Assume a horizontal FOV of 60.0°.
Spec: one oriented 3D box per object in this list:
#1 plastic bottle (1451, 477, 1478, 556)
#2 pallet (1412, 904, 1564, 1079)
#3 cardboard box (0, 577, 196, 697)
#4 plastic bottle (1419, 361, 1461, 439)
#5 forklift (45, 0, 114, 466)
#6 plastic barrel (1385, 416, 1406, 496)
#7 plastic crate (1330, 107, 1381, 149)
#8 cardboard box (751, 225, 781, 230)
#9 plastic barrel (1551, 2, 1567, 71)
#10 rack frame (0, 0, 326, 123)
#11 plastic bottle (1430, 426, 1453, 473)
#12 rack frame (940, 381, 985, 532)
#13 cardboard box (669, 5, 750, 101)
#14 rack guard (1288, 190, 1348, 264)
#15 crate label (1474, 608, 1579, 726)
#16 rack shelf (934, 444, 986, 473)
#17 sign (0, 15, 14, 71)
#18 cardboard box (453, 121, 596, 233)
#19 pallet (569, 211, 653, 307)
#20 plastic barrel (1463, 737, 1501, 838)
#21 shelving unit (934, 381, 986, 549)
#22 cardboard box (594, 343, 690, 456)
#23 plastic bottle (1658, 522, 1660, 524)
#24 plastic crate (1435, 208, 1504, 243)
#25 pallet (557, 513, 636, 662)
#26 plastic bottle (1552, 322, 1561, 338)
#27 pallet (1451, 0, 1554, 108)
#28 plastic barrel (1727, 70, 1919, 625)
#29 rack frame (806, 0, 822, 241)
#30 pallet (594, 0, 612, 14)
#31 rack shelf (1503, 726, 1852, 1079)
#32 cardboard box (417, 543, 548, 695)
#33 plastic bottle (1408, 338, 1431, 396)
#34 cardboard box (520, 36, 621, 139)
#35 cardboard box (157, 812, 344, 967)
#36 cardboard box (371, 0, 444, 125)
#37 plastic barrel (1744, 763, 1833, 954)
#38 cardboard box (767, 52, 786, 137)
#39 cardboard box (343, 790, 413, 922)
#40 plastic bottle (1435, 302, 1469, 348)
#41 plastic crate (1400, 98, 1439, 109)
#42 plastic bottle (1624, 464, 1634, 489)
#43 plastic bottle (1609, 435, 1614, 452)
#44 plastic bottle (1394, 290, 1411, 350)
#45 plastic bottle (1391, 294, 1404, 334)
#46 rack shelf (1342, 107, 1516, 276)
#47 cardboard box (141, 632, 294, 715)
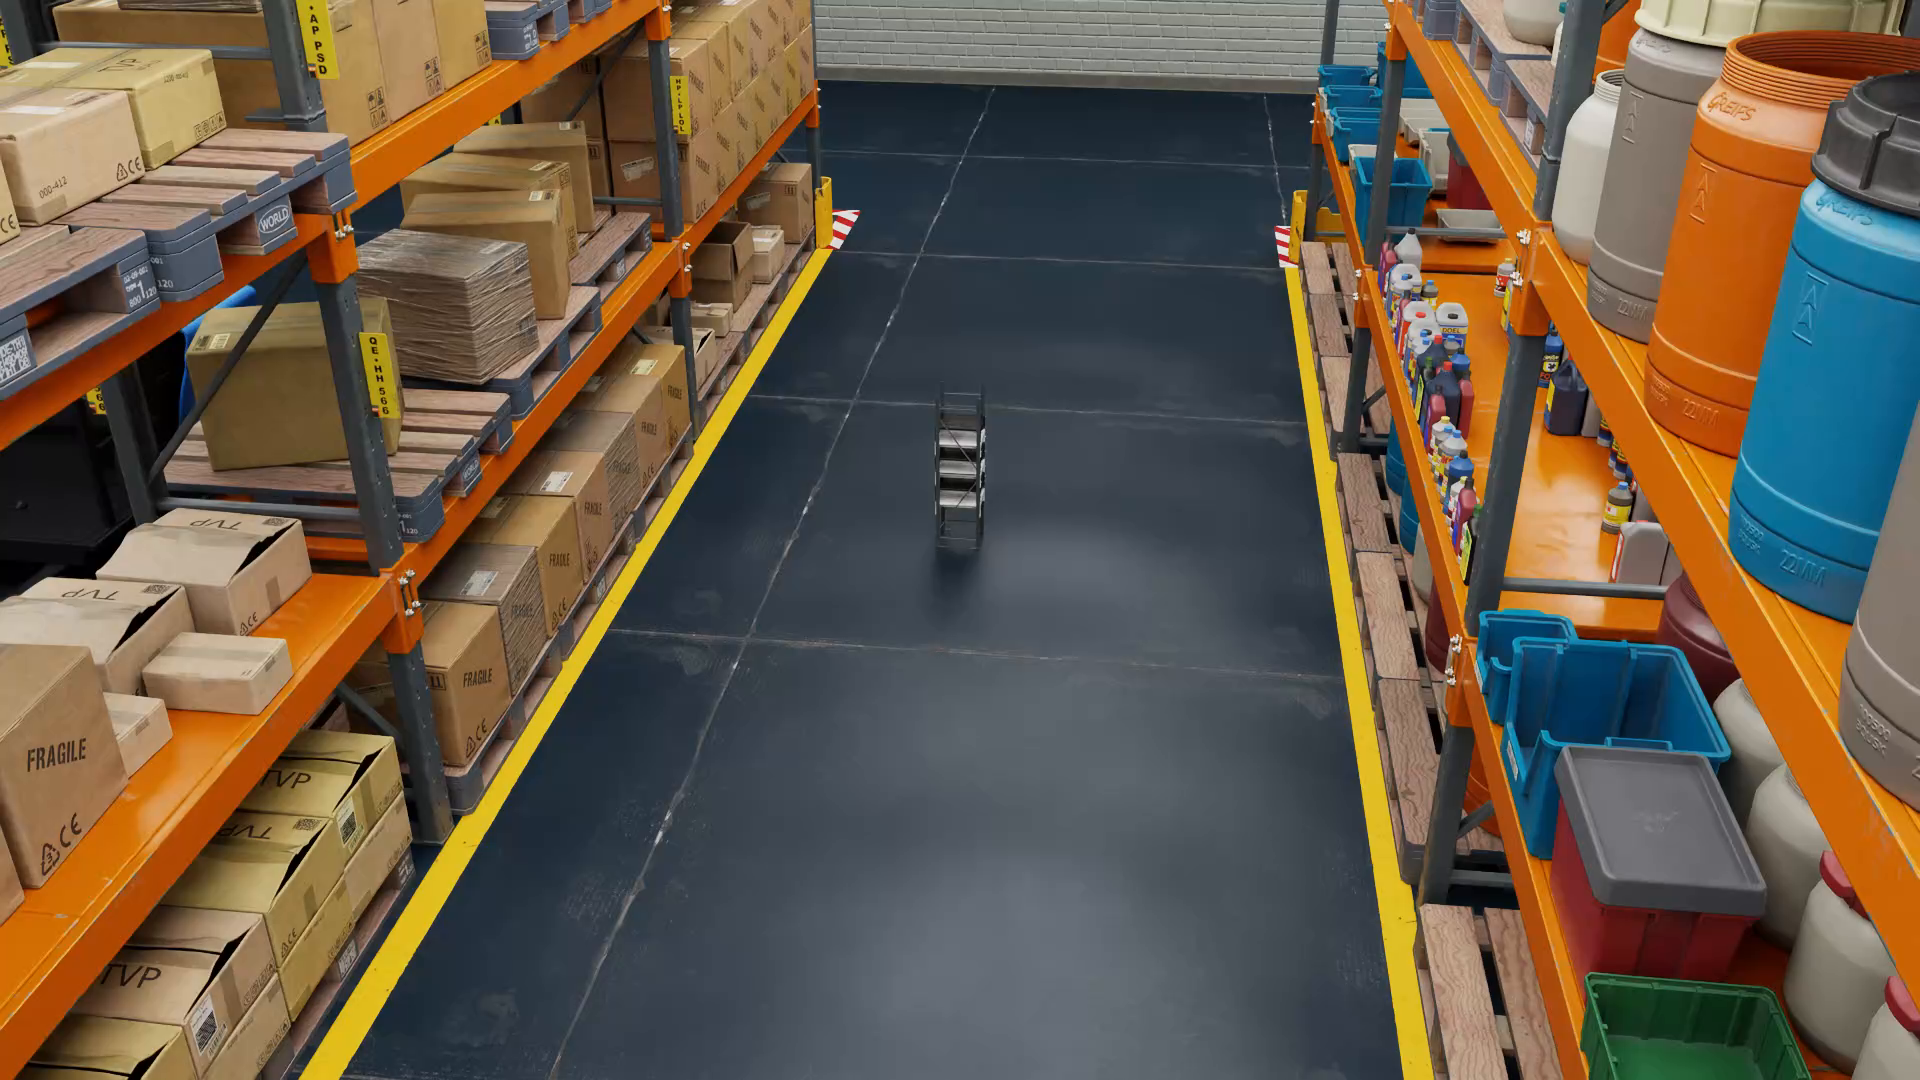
[{"bbox_3d":[1.941,-0.090,6.378,0.061,0.283,0.133,3,28,6],"label":"plastic bottle"},{"bbox_3d":[2.153,1.772,5.738,1.003,0.211,1.213,3,28,6],"label":"pallet"},{"bbox_3d":[-2.931,0.341,5.548,0.500,0.311,0.500,3,28,6],"label":"cardboard box"},{"bbox_3d":[2.114,-0.622,7.294,0.144,0.351,0.185,3,28,6],"label":"plastic bottle"},{"bbox_3d":[-6.047,-0.873,7.780,3.258,2.935,4.769,4,29,7],"label":"forklift"},{"bbox_3d":[2.693,-0.707,9.169,0.600,0.901,0.708,3,28,6],"label":"plastic barrel"},{"bbox_3d":[2.748,-2.820,11.434,0.416,0.233,0.300,3,28,6],"label":"plastic crate"},{"bbox_3d":[-1.610,-2.364,12.999,0.380,0.166,0.250,3,28,6],"label":"cardboard box"},{"bbox_3d":[2.272,-1.776,5.924,0.301,0.262,0.301,0,28,0],"label":"plastic barrel"},{"bbox_3d":[-2.629,-2.749,4.864,1.000,3.000,0.127,3,28,6],"label":"rack frame"},{"bbox_3d":[2.045,-0.383,7.007,0.097,0.201,0.097,0,28,0],"label":"plastic bottle"},{"bbox_3d":[0.013,-0.448,9.132,0.240,0.900,0.006,3,28,6],"label":"rack frame"},{"bbox_3d":[-1.676,-3.165,10.802,0.500,0.500,0.500,3,28,5],"label":"cardboard box"},{"bbox_3d":[3.257,-2.495,13.355,1.175,0.500,0.348,3,28,6],"label":"rack guard"},{"bbox_3d":[1.863,0.432,5.462,0.303,0.233,0.416,3,28,6],"label":"crate label"},{"bbox_3d":[0.001,-0.450,9.017,0.258,0.077,0.200,3,28,6],"label":"rack shelf"},{"bbox_3d":[-3.167,-1.688,5.513,0.100,0.325,0.005,3,28,6],"label":"sign"},{"bbox_3d":[-2.419,-2.009,9.269,0.700,0.500,0.500,-6,29,-11],"label":"cardboard box"},{"bbox_3d":[-2.345,-1.536,9.141,1.003,0.211,1.213,3,28,6],"label":"pallet"},{"bbox_3d":[2.330,0.721,6.594,0.600,0.830,0.708,3,28,6],"label":"plastic barrel"},{"bbox_3d":[0.001,-0.400,9.044,0.258,0.900,0.210,3,28,6],"label":"shelving unit"},{"bbox_3d":[-1.915,-0.835,9.808,0.500,0.500,0.500,3,28,6],"label":"cardboard box"},{"bbox_3d":[2.746,-0.104,6.403,0.061,0.283,0.133,3,28,6],"label":"plastic bottle"},{"bbox_3d":[2.975,-1.822,9.684,0.396,0.136,0.243,3,28,6],"label":"plastic crate"},{"bbox_3d":[-2.348,0.198,8.660,1.003,0.211,1.213,3,28,6],"label":"pallet"},{"bbox_3d":[2.926,-0.969,8.017,0.152,0.276,0.135,3,28,6],"label":"plastic bottle"},{"bbox_3d":[2.642,-2.030,6.891,1.003,0.211,1.213,3,28,6],"label":"pallet"},{"bbox_3d":[1.804,-0.344,3.035,0.600,0.901,0.708,3,28,6],"label":"plastic barrel"},{"bbox_3d":[-1.649,-3.873,13.277,1.000,3.000,0.127,3,28,6],"label":"rack frame"},{"bbox_3d":[-2.289,-2.925,8.553,1.213,0.211,1.003,3,28,6],"label":"pallet"},{"bbox_3d":[2.041,1.323,4.109,0.919,0.052,3.809,3,28,6],"label":"rack shelf"},{"bbox_3d":[-2.231,0.355,7.601,0.500,0.500,0.500,2,28,4],"label":"cardboard box"},{"bbox_3d":[2.147,-0.805,7.717,0.097,0.271,0.097,0,28,0],"label":"plastic bottle"},{"bbox_3d":[-2.334,-2.728,9.991,0.500,0.500,0.500,3,29,6],"label":"cardboard box"},{"bbox_3d":[-2.506,1.177,5.768,0.500,0.311,0.500,3,28,5],"label":"cardboard box"},{"bbox_3d":[-2.547,-1.920,6.382,0.910,0.500,0.500,3,28,6],"label":"cardboard box"},{"bbox_3d":[2.321,0.828,4.433,0.421,0.512,0.421,0,28,0],"label":"plastic barrel"},{"bbox_3d":[-1.560,-3.212,11.944,0.500,0.500,0.500,4,29,7],"label":"cardboard box"},{"bbox_3d":[-2.451,1.180,6.354,0.500,0.250,0.500,4,29,7],"label":"cardboard box"},{"bbox_3d":[2.379,-1.006,8.085,0.152,0.276,0.135,3,28,6],"label":"plastic bottle"},{"bbox_3d":[3.346,-3.100,12.056,0.396,0.136,0.243,3,28,6],"label":"plastic crate"},{"bbox_3d":[2.698,-0.221,6.632,0.097,0.271,0.097,0,28,0],"label":"plastic bottle"},{"bbox_3d":[2.847,-0.493,7.125,0.061,0.283,0.133,3,28,6],"label":"plastic bottle"},{"bbox_3d":[2.199,-1.084,8.222,0.061,0.283,0.133,3,28,6],"label":"plastic bottle"},{"bbox_3d":[2.244,-1.147,8.425,0.097,0.201,0.097,0,28,0],"label":"plastic bottle"},{"bbox_3d":[3.022,-2.412,11.116,0.919,0.124,3.809,3,28,6],"label":"rack shelf"},{"bbox_3d":[-2.465,0.442,5.531,0.380,0.149,0.250,3,28,6],"label":"cardboard box"}]
